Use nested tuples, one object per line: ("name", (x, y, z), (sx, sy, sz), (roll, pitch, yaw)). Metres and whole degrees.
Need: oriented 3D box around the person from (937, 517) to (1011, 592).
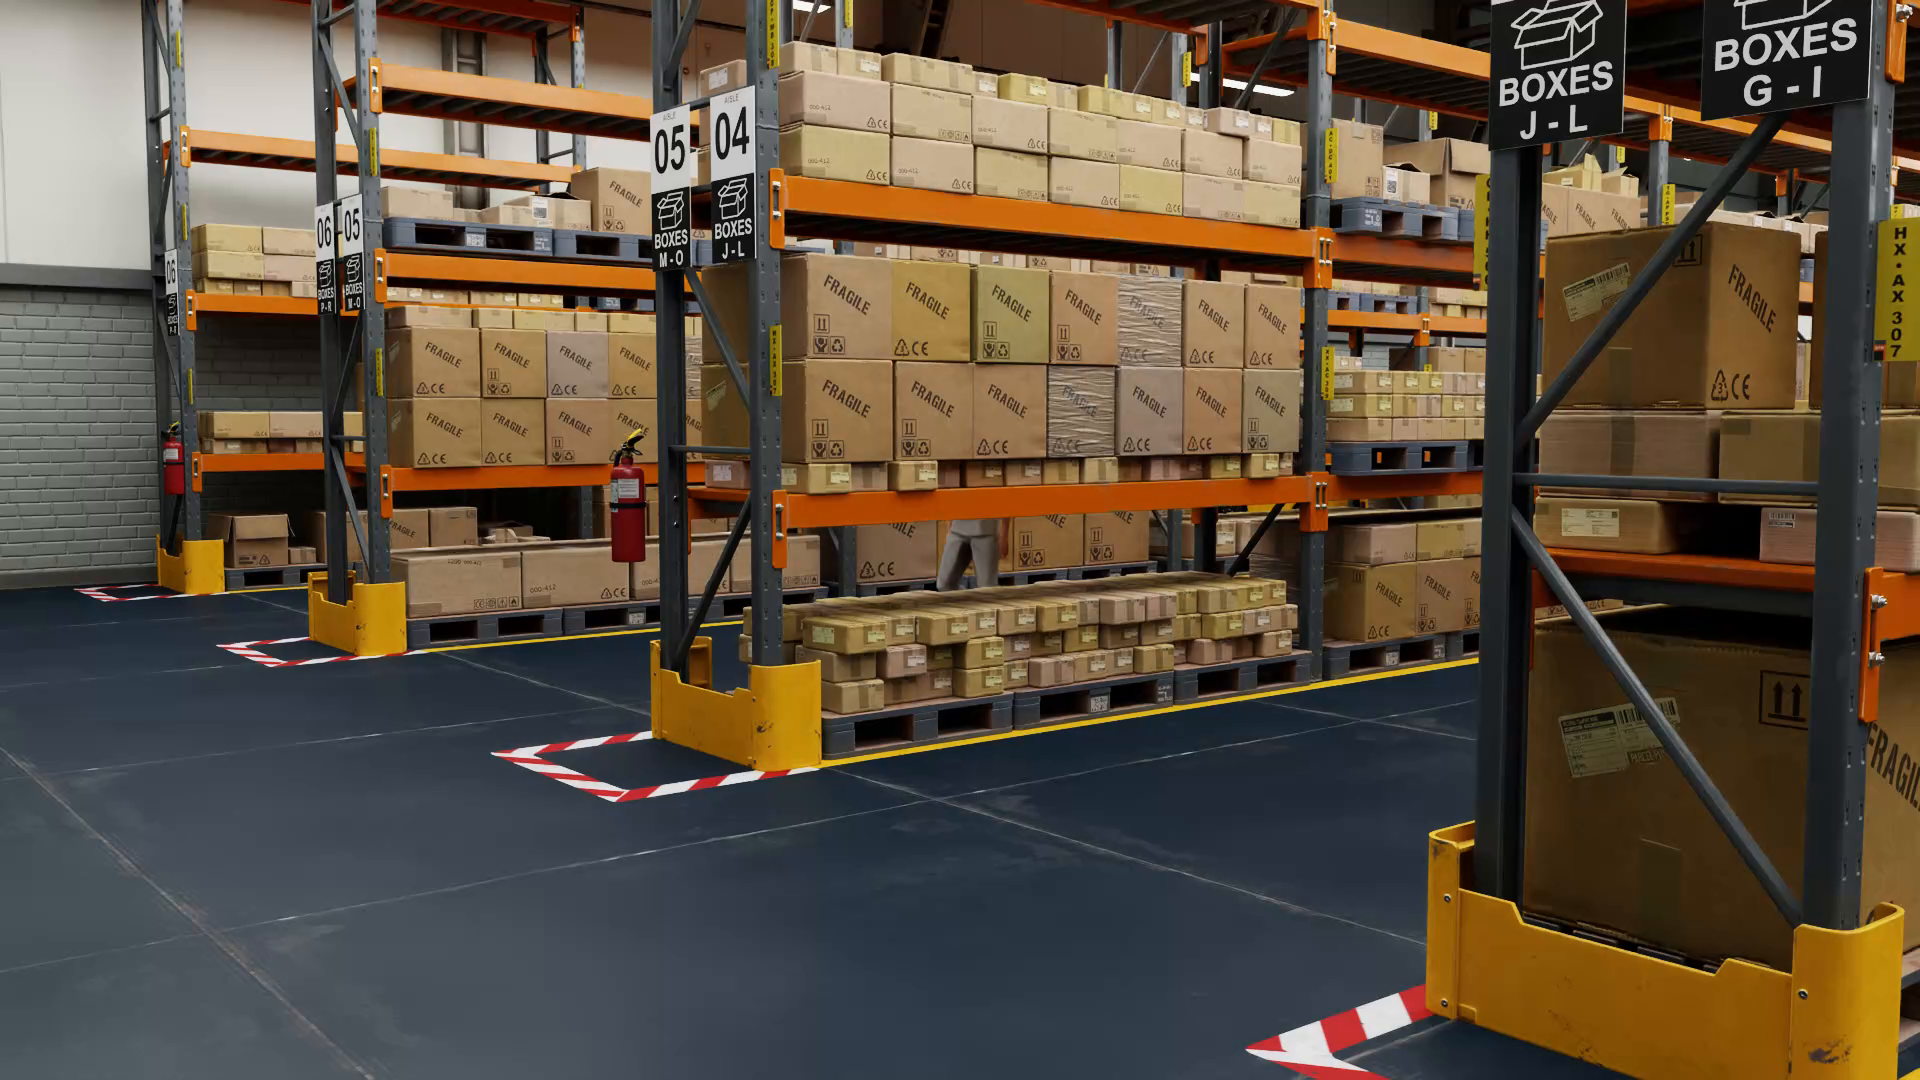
("person", (0.108, 0.004, 11.185), (0.494, 1.656, 0.534), (3, 5, 36))
